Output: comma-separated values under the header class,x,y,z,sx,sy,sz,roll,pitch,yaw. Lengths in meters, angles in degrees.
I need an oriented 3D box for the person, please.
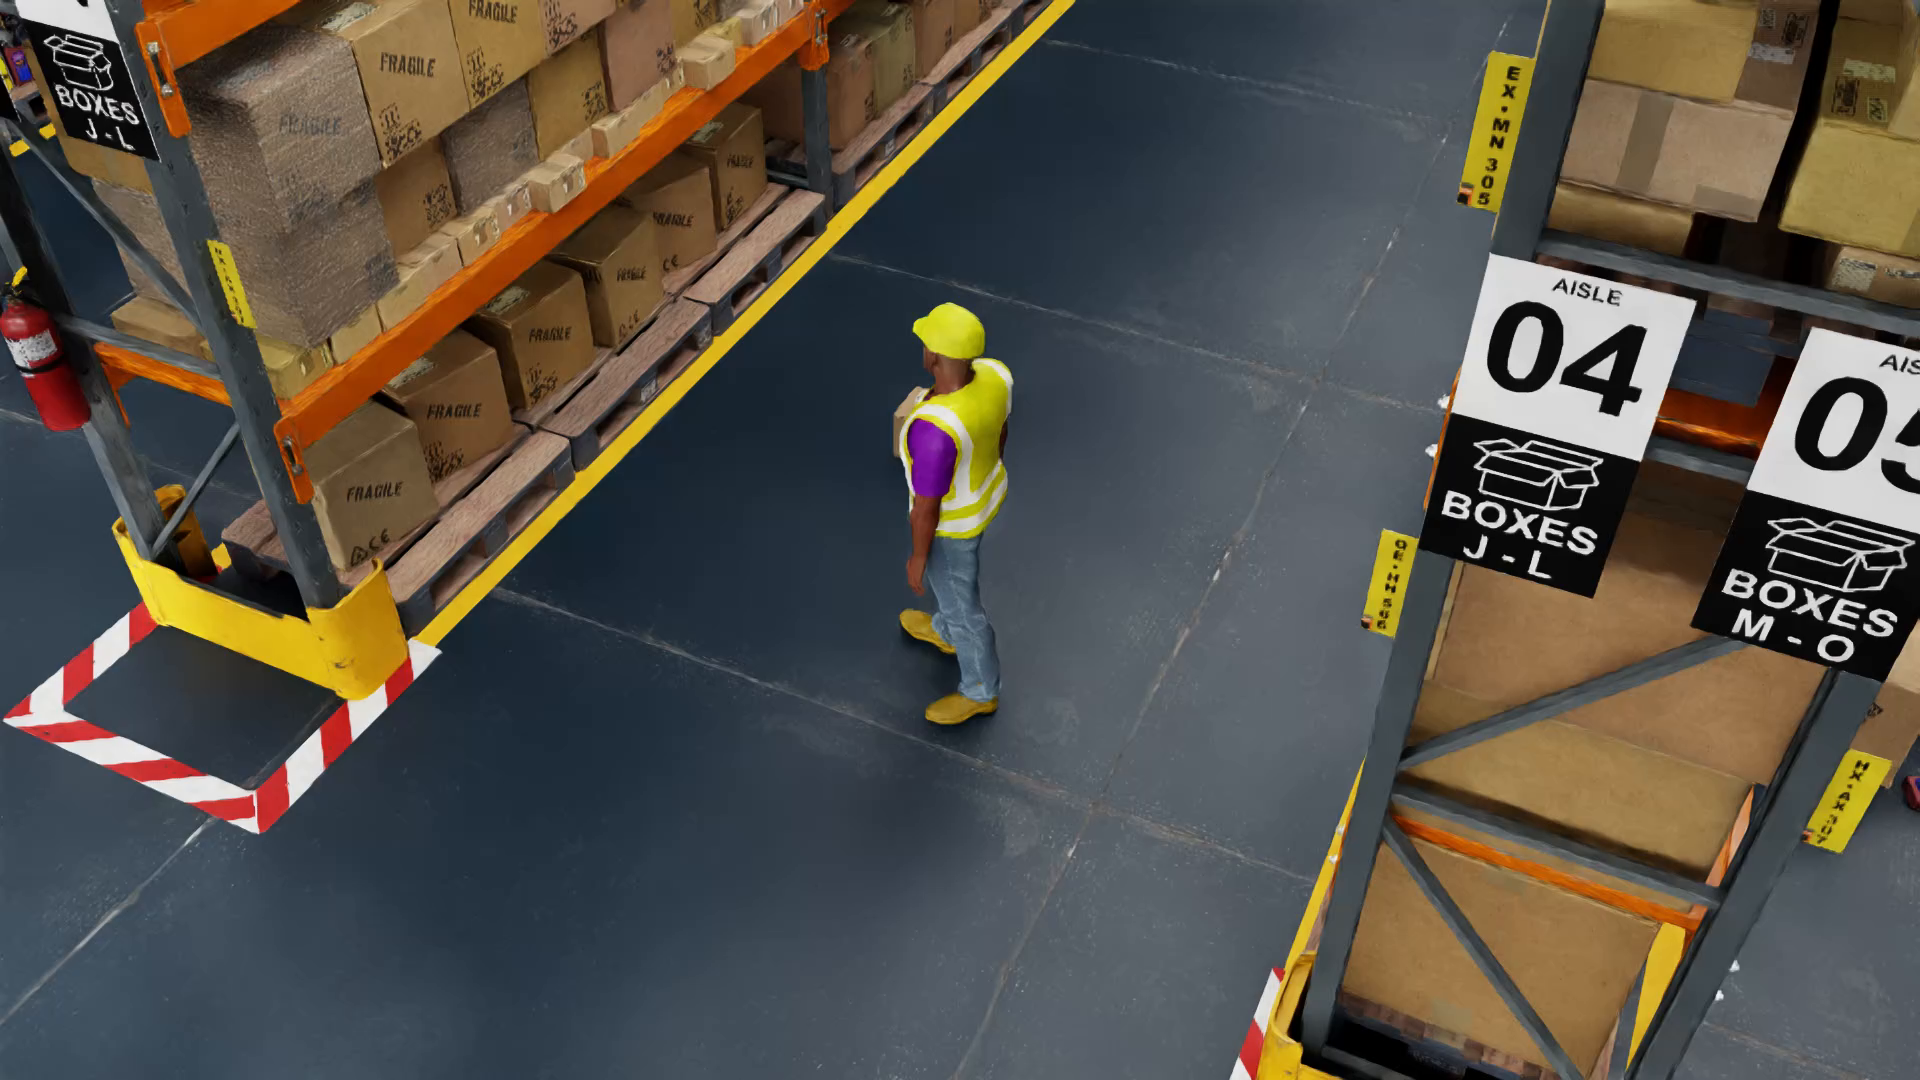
class,x,y,z,sx,sy,sz,roll,pitch,yaw
person,-0.040,-0.152,6.295,0.580,1.768,0.738,18,45,19
